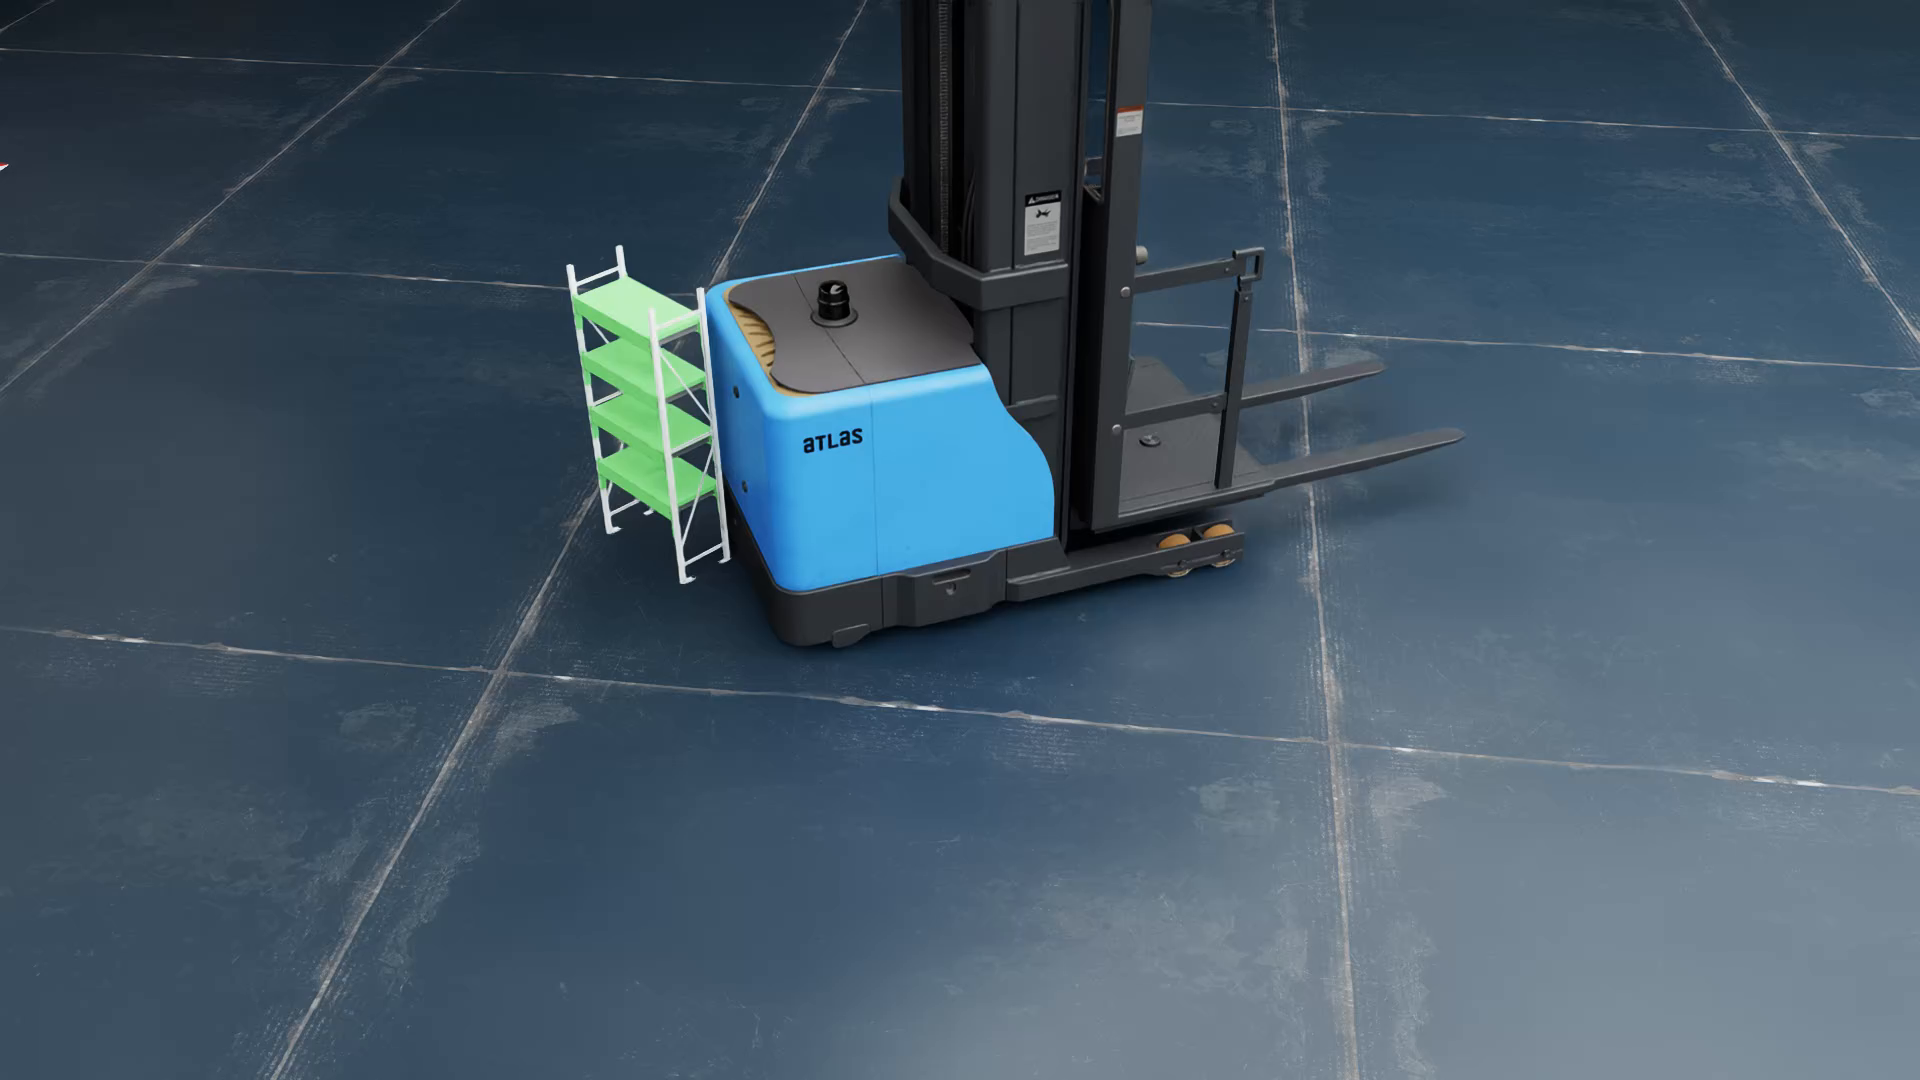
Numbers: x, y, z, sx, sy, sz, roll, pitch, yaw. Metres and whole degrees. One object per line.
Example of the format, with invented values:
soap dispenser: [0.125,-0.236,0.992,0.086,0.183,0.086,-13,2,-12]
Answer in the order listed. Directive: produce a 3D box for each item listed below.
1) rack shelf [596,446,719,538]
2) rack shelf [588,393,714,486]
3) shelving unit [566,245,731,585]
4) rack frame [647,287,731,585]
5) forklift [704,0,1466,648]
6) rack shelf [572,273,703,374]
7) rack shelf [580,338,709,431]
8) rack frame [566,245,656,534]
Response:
rack shelf: [-1.180,-0.217,6.544,0.480,0.148,0.258,30,45,35]
rack shelf: [-1.180,-0.412,6.404,0.480,0.148,0.258,30,45,35]
shelving unit: [-1.180,-0.464,6.367,0.503,1.200,0.258,30,45,35]
rack frame: [-1.006,-0.364,6.228,0.015,1.200,0.240,30,45,35]
forklift: [0.594,-1.322,6.080,3.031,2.935,1.130,-12,37,-17]
rack shelf: [-1.180,-0.803,6.126,0.480,0.148,0.258,30,45,35]
rack shelf: [-1.180,-0.607,6.265,0.480,0.148,0.258,30,45,35]
rack frame: [-1.353,-0.564,6.507,0.015,1.200,0.240,30,45,35]
